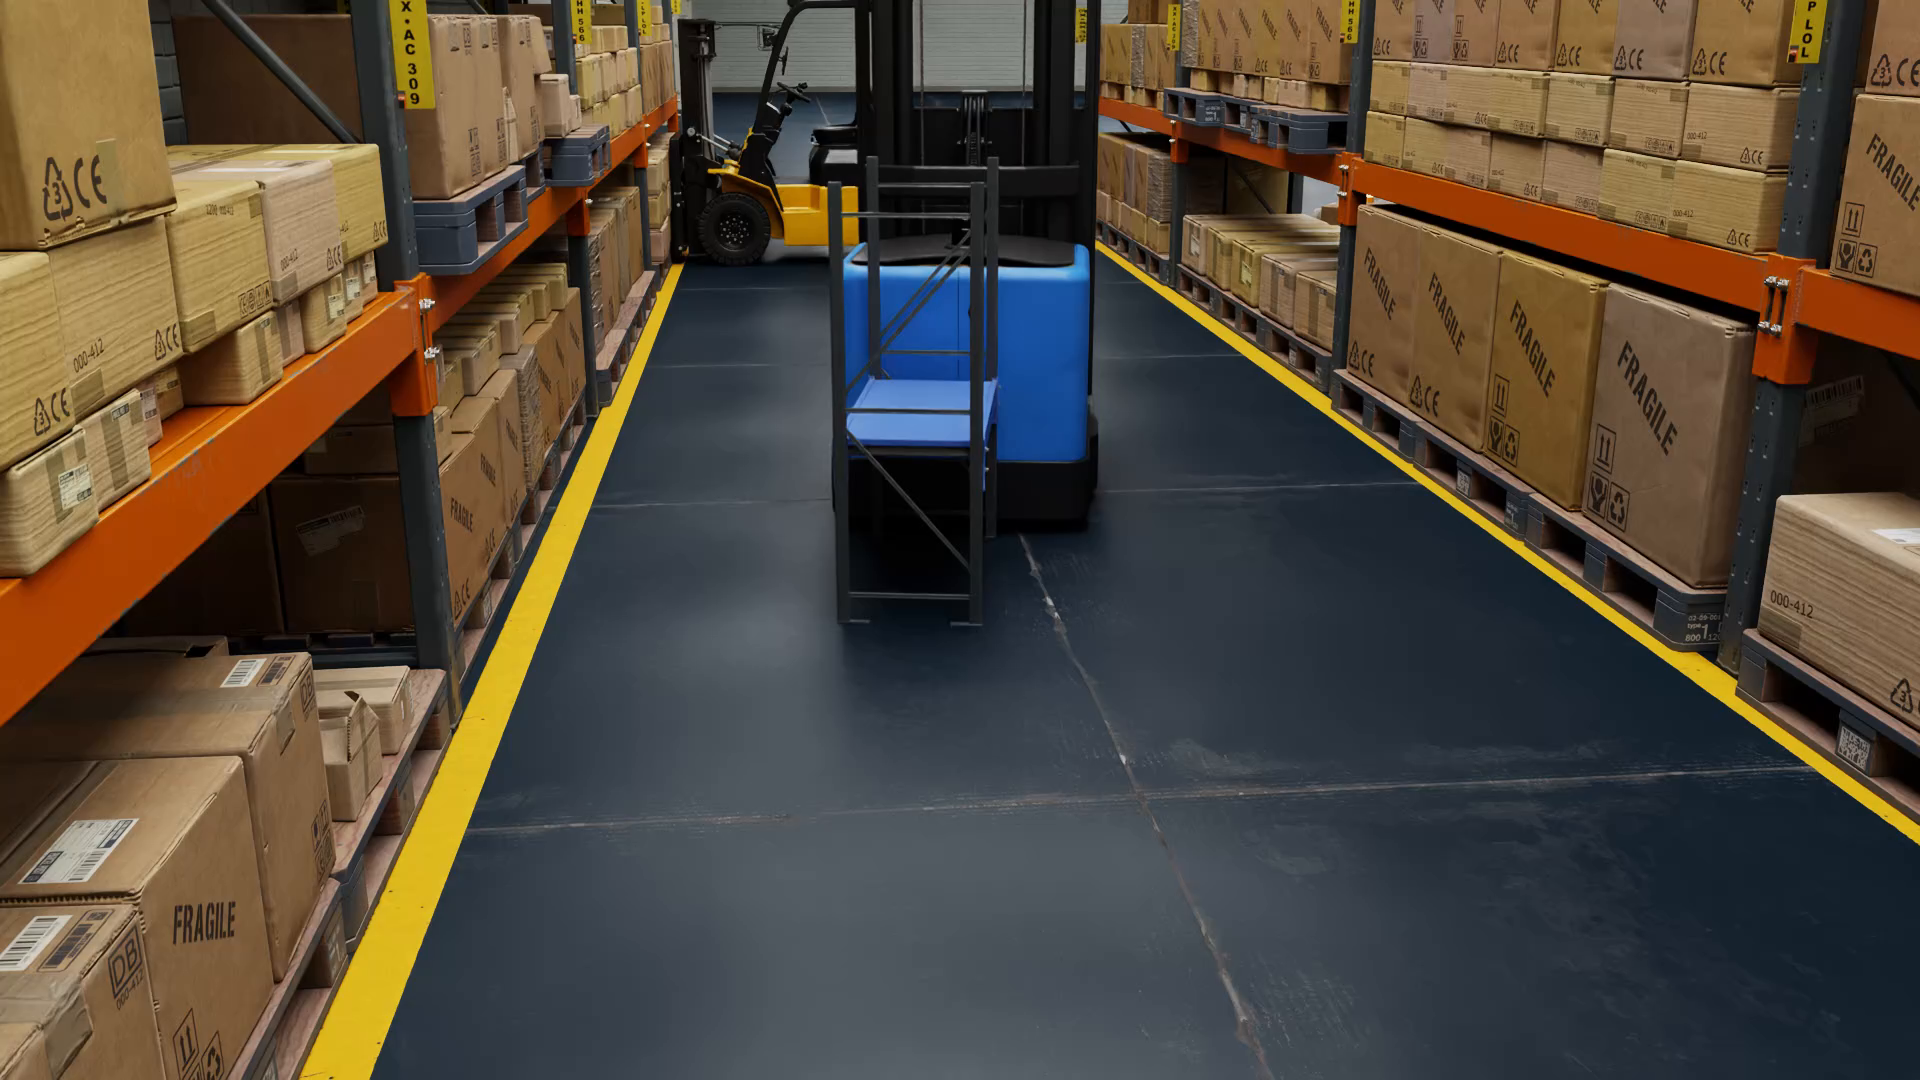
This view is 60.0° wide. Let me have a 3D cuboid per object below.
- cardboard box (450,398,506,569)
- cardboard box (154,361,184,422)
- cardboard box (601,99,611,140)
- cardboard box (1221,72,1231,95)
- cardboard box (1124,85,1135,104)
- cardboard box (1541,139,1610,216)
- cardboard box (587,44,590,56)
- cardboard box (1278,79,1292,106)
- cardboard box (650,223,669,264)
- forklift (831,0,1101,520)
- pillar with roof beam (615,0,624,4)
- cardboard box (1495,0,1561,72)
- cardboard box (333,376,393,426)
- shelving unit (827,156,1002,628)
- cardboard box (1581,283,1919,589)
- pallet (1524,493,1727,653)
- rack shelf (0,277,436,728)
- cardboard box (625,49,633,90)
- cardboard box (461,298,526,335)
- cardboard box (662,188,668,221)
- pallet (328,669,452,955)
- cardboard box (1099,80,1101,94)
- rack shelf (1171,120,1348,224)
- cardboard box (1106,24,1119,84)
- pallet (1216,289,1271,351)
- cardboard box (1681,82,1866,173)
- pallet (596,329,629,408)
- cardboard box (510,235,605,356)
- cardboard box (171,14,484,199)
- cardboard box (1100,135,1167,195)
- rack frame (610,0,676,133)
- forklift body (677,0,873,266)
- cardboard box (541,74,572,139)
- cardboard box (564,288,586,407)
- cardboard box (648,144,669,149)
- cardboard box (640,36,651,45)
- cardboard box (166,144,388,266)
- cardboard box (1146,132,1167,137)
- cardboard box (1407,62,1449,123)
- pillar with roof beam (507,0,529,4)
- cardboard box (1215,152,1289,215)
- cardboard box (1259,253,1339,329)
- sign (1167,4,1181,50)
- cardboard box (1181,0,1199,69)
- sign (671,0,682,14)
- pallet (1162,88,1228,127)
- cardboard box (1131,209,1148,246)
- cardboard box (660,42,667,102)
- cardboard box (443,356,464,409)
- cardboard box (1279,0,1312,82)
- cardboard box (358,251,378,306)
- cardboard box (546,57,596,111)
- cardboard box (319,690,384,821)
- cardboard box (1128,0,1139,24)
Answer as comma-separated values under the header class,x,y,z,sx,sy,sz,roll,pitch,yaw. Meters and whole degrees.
class,x,y,z,sx,sy,sz,roll,pitch,yaw
cardboard box,-1.875,-0.187,5.737,0.500,0.500,0.500,-2,18,-6
cardboard box,-1.631,-0.275,2.963,0.380,0.149,0.250,-2,17,-5
cardboard box,-2.307,-2.433,9.669,0.500,0.250,0.500,-2,18,-7
cardboard box,1.977,-3.079,11.195,0.380,0.149,0.250,-2,17,-5
cardboard box,1.623,-3.830,14.287,0.380,0.149,0.250,-2,18,-5
cardboard box,2.571,-1.381,6.319,0.500,0.250,0.500,-2,18,-7
cardboard box,-2.257,-2.756,9.196,0.380,0.149,0.250,-2,17,-5
cardboard box,2.084,-2.613,9.712,0.380,0.149,0.250,-3,18,-8
cardboard box,-2.530,-2.296,12.872,0.500,0.250,0.500,-2,18,-5
forklift,0.096,-1.870,7.742,1.130,2.935,3.031,1,17,4
pillar with roof beam,-1.003,-10.780,25.991,9.100,9.000,0.400,-2,18,-6
cardboard box,2.495,-2.134,6.629,0.500,0.500,0.500,-1,17,-5
cardboard box,-1.817,-0.442,4.970,0.380,0.149,0.250,-2,18,-7
shelving unit,-0.139,-0.576,6.007,0.538,1.500,1.048,1,17,4
cardboard box,2.809,-0.393,5.768,0.875,0.875,0.875,-1,17,-4
pallet,2.798,0.079,6.074,1.003,0.211,1.213,-2,18,-6
rack shelf,-1.778,0.069,2.650,1.077,0.370,4.000,-2,18,-6
cardboard box,-2.445,-3.129,11.051,0.500,0.250,0.500,-2,18,-7
cardboard box,-2.044,-0.925,7.005,0.380,0.149,0.250,-2,18,-6
cardboard box,-2.607,-2.684,13.273,0.500,0.250,0.500,-2,18,-6
pallet,-1.915,0.665,4.206,1.003,0.211,1.213,-2,18,-6
cardboard box,1.544,-4.372,16.015,0.380,0.149,0.250,-2,18,-5
rack shelf,2.333,-2.469,10.734,1.077,0.370,4.000,-2,18,-6
cardboard box,1.598,-4.333,14.809,0.500,0.500,0.500,-2,18,-7
pallet,2.338,-1.481,11.042,1.003,0.211,1.213,-2,18,-6
cardboard box,2.665,-1.315,5.274,0.500,0.250,0.500,-2,18,-6
pallet,-2.443,-0.978,9.439,1.003,0.211,1.213,-2,18,-6
cardboard box,-2.448,-1.315,9.122,0.875,0.625,0.625,-1,17,-4
cardboard box,-1.812,-1.269,4.843,0.700,0.500,0.500,-1,17,-4
cardboard box,1.584,-3.434,15.245,0.500,0.500,0.500,-2,18,-8
rack frame,-3.222,-4.445,15.828,1.000,3.000,0.127,-2,18,-6
forklift body,-1.212,-3.531,14.335,2.313,2.155,1.214,-2,18,-6
cardboard box,-1.966,-1.886,7.226,0.500,0.250,0.500,-3,18,-8
cardboard box,-2.140,-0.950,8.167,0.500,0.500,0.500,-1,17,-4
cardboard box,-2.699,-3.230,14.177,0.500,0.250,0.500,-2,18,-7
cardboard box,-2.615,-3.943,12.980,0.380,0.149,0.250,-1,17,-4
cardboard box,-1.689,-0.796,3.958,0.500,0.250,0.500,-1,17,-4
cardboard box,2.057,-3.615,15.822,0.500,0.500,0.500,-2,18,-5
cardboard box,2.399,-2.070,7.680,0.500,0.250,0.500,-1,17,-4
pillar with roof beam,0.235,-7.205,14.603,9.100,9.000,0.400,-2,18,-6
cardboard box,2.335,-2.838,13.347,0.500,0.500,0.500,-1,17,-3
cardboard box,2.407,-1.551,10.295,0.950,0.372,0.625,-2,18,-7
sign,1.588,-3.802,12.333,0.100,0.325,0.005,-2,18,-6
cardboard box,1.890,-3.649,11.928,0.500,0.500,0.500,-1,17,-4
sign,-2.681,-5.123,15.659,0.100,0.325,0.005,-2,18,-6
pallet,2.061,-3.084,11.813,1.003,0.211,1.213,-2,18,-6
cardboard box,1.734,-2.622,13.912,0.500,0.250,0.500,-2,18,-7
cardboard box,-2.813,-4.047,14.392,0.500,0.500,0.500,-2,18,-7
cardboard box,-1.942,-0.540,5.777,0.380,0.149,0.250,-2,18,-7
cardboard box,2.152,-2.887,9.499,0.500,0.500,0.500,-2,18,-7
cardboard box,-1.701,-0.663,4.200,0.380,0.149,0.250,-2,17,-5
cardboard box,-2.175,-2.369,8.631,0.500,0.250,0.500,-2,18,-6
cardboard box,-1.598,0.498,3.948,0.396,0.266,0.258,-1,17,-4
cardboard box,1.984,-5.121,15.647,0.700,0.500,0.500,-2,18,-7
